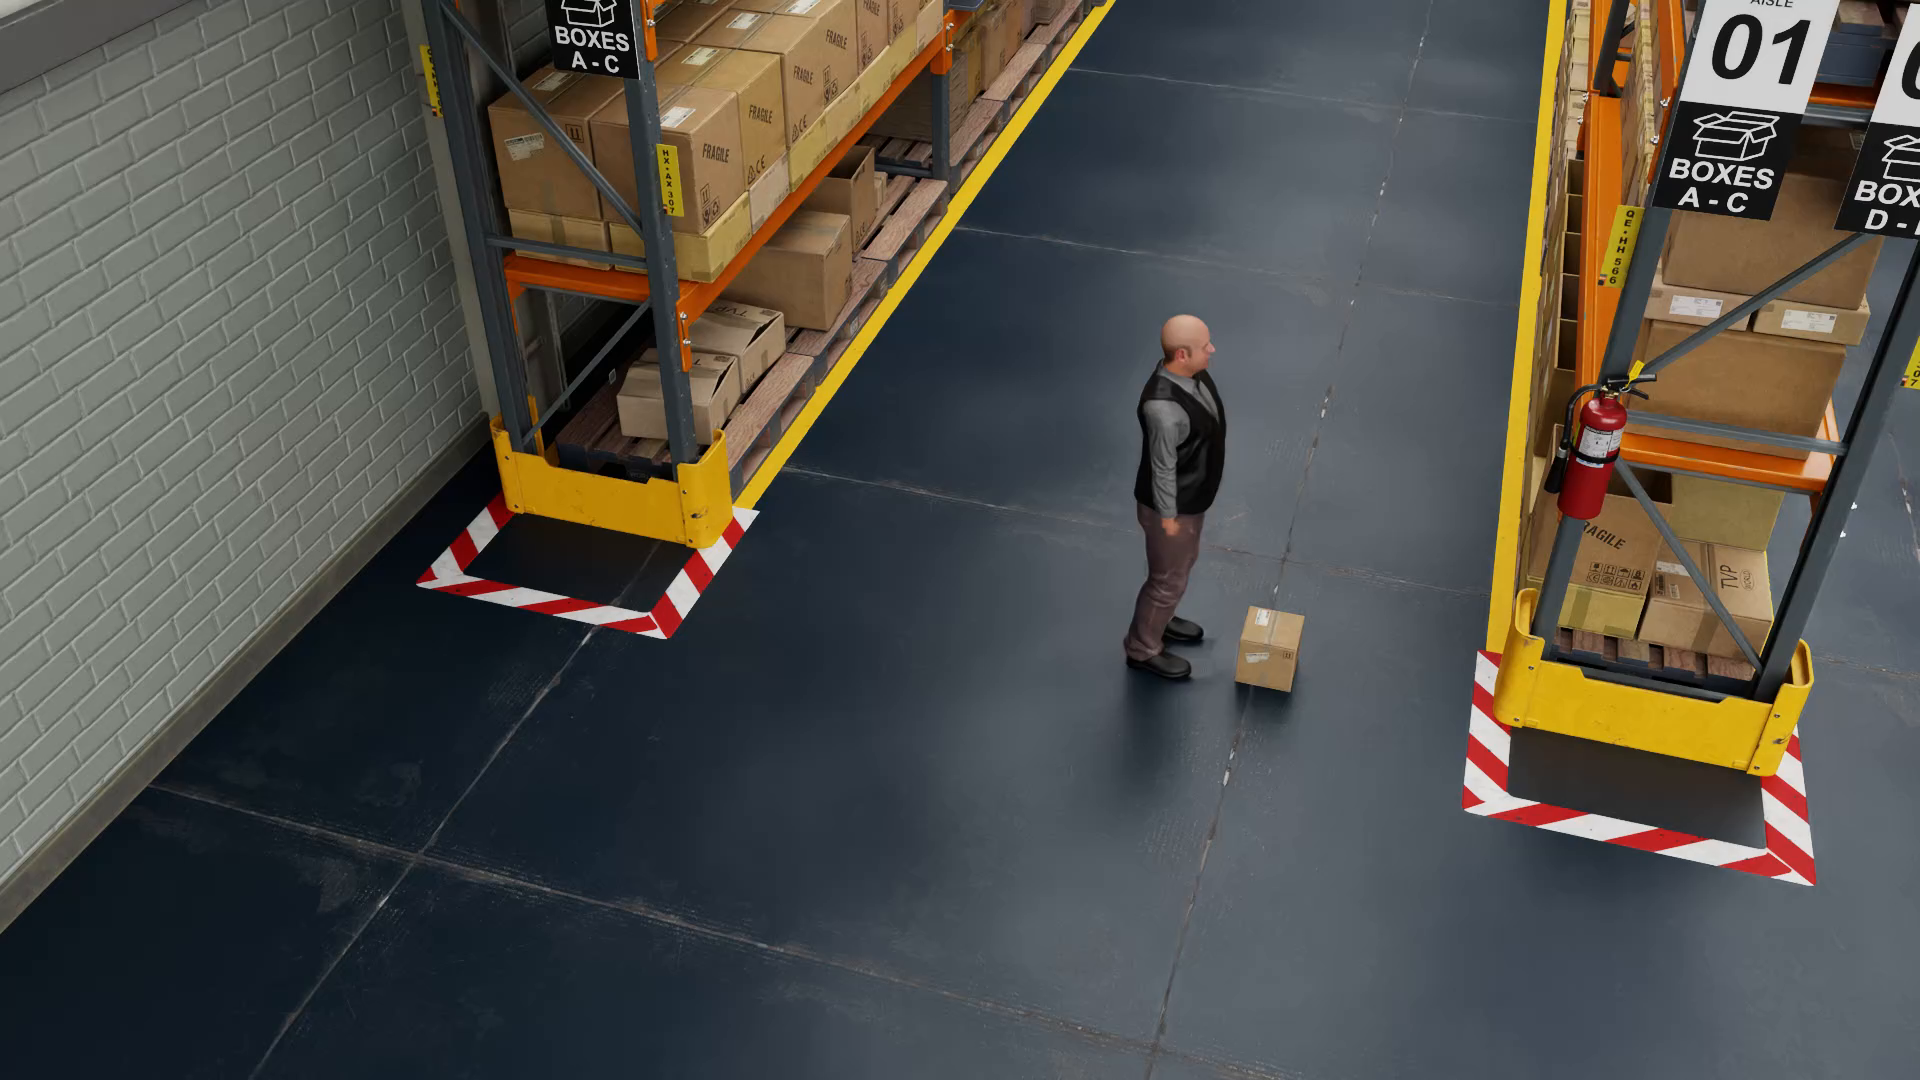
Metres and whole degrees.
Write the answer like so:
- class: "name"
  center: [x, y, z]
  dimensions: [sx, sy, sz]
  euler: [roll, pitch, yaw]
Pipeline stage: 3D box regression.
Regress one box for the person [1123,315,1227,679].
- class: "person"
  center: [0.940, -0.199, 7.182]
  dimensions: [0.359, 1.717, 0.530]
  euler: [12, 38, 15]
